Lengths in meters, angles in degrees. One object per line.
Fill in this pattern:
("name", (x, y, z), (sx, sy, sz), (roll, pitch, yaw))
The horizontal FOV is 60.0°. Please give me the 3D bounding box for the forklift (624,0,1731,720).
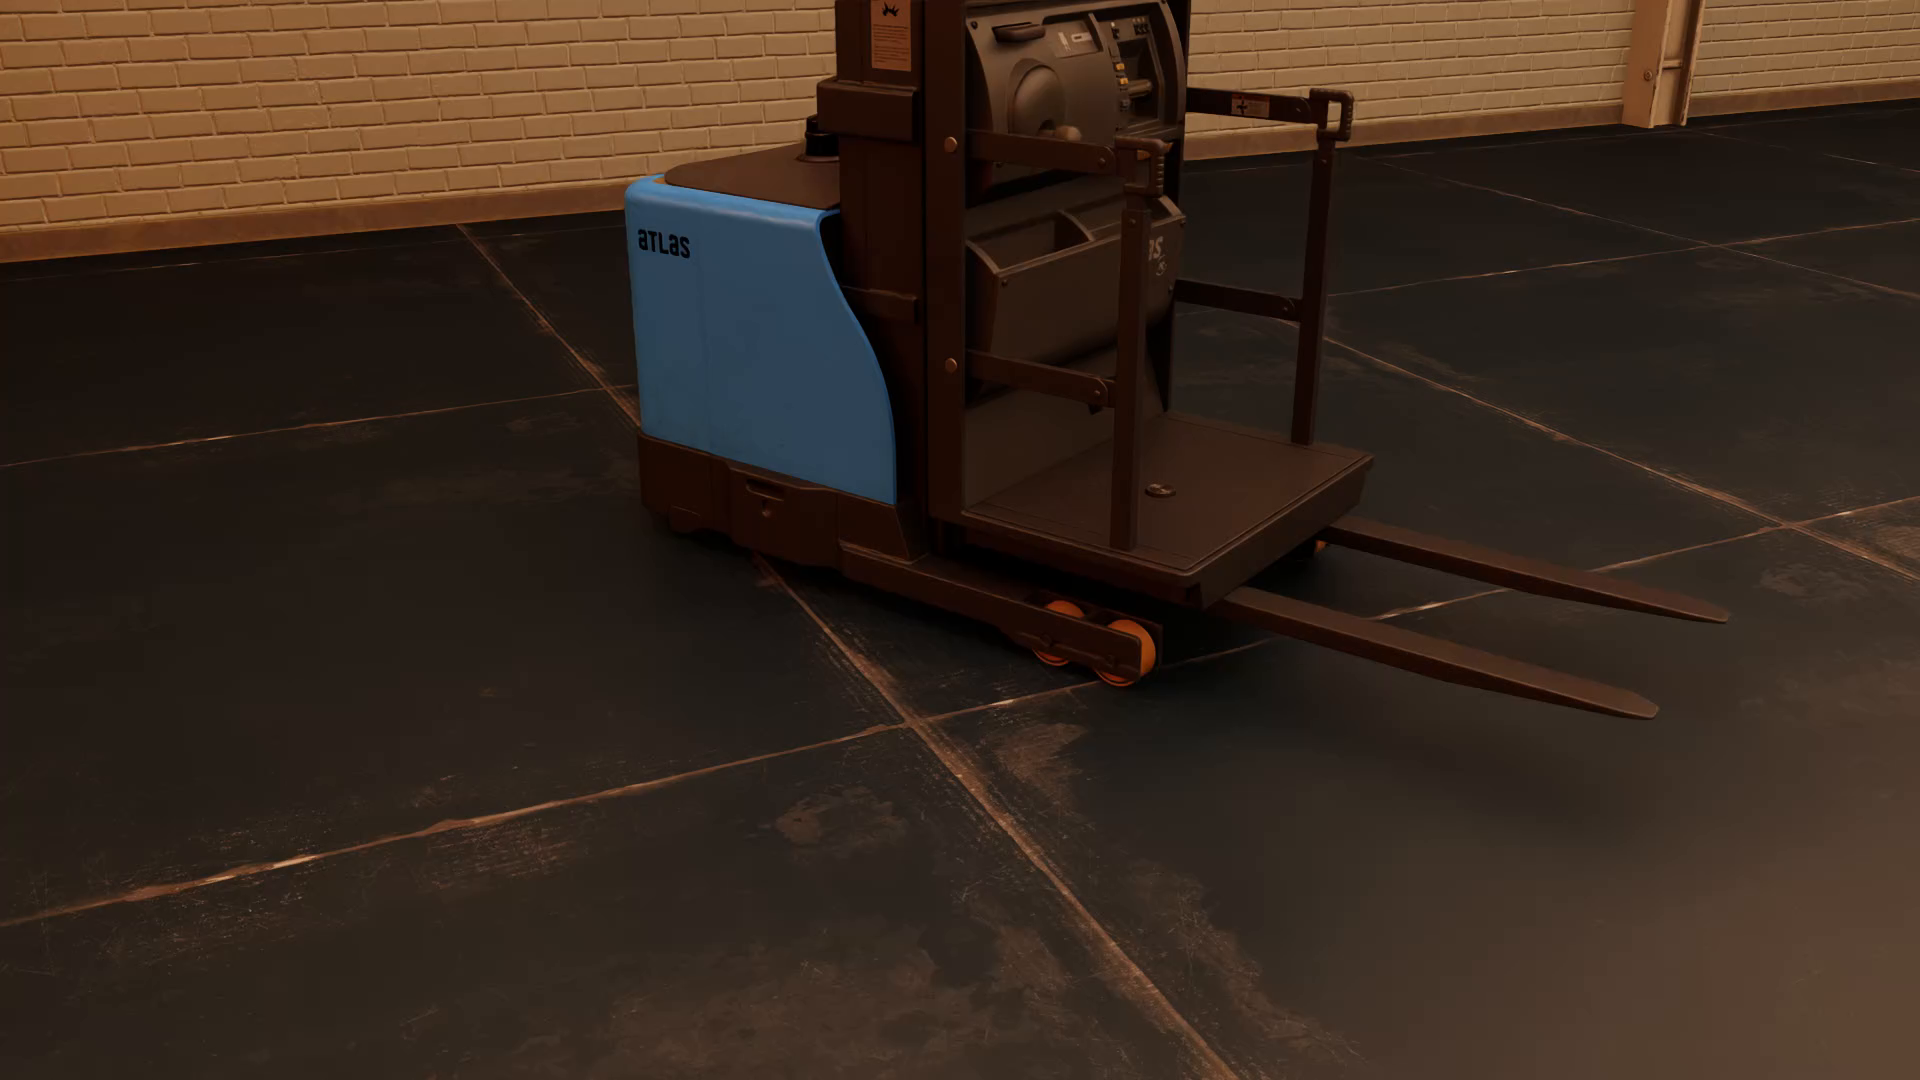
("forklift", (0.488, -1.213, 4.206), (3.031, 2.935, 1.130), (16, 27, 34))
